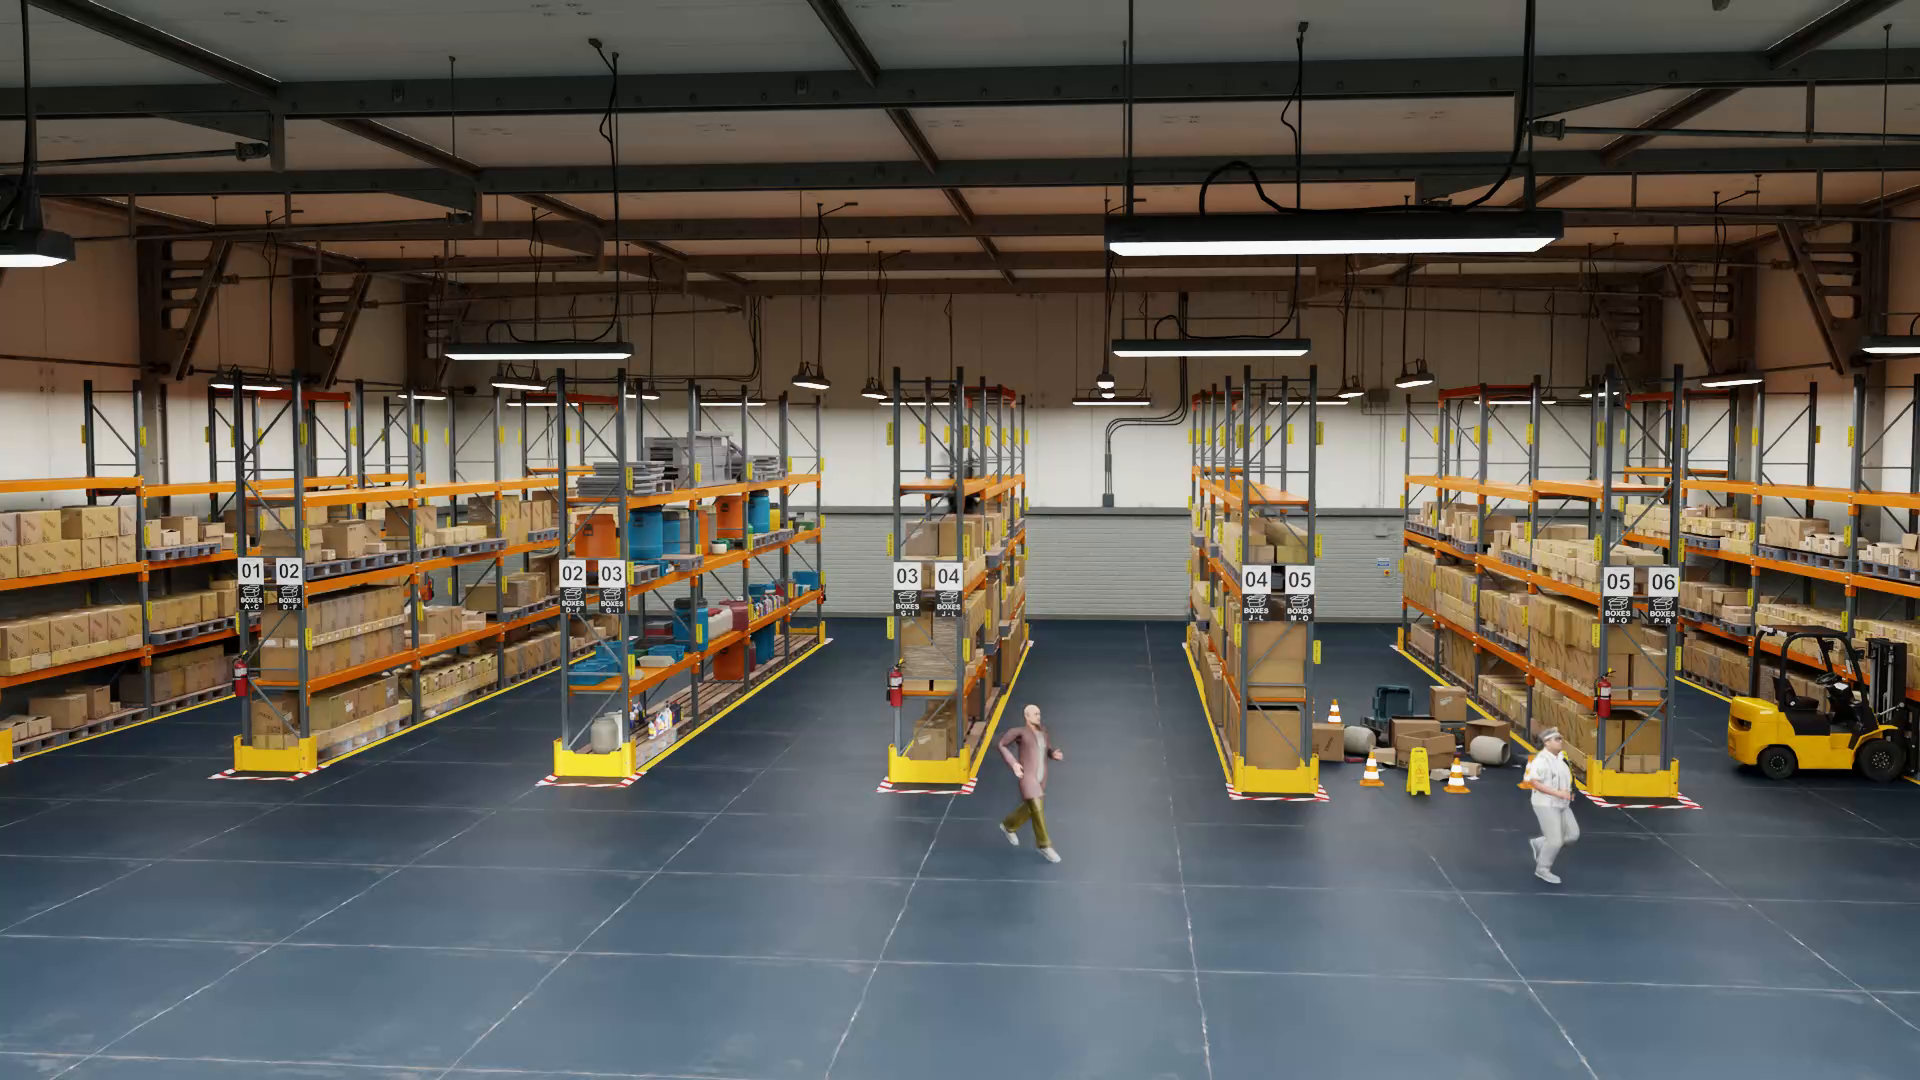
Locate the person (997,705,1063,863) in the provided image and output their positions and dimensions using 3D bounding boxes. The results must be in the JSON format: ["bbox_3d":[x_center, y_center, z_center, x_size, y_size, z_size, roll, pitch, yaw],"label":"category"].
[{"bbox_3d":[0.845,2.865,19.862,1.041,1.805,0.703,3,5,42],"label":"person"}]

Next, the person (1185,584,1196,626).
[{"bbox_3d":[5.789,1.723,40.532,0.569,1.548,0.523,-1,4,-21],"label":"person"}]

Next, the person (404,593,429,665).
[{"bbox_3d":[-11.364,1.970,34.755,0.714,1.743,0.901,0,4,-1],"label":"person"}]

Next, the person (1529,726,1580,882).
[{"bbox_3d":[6.694,2.967,18.744,0.705,1.751,0.585,-3,5,-43],"label":"person"}]
